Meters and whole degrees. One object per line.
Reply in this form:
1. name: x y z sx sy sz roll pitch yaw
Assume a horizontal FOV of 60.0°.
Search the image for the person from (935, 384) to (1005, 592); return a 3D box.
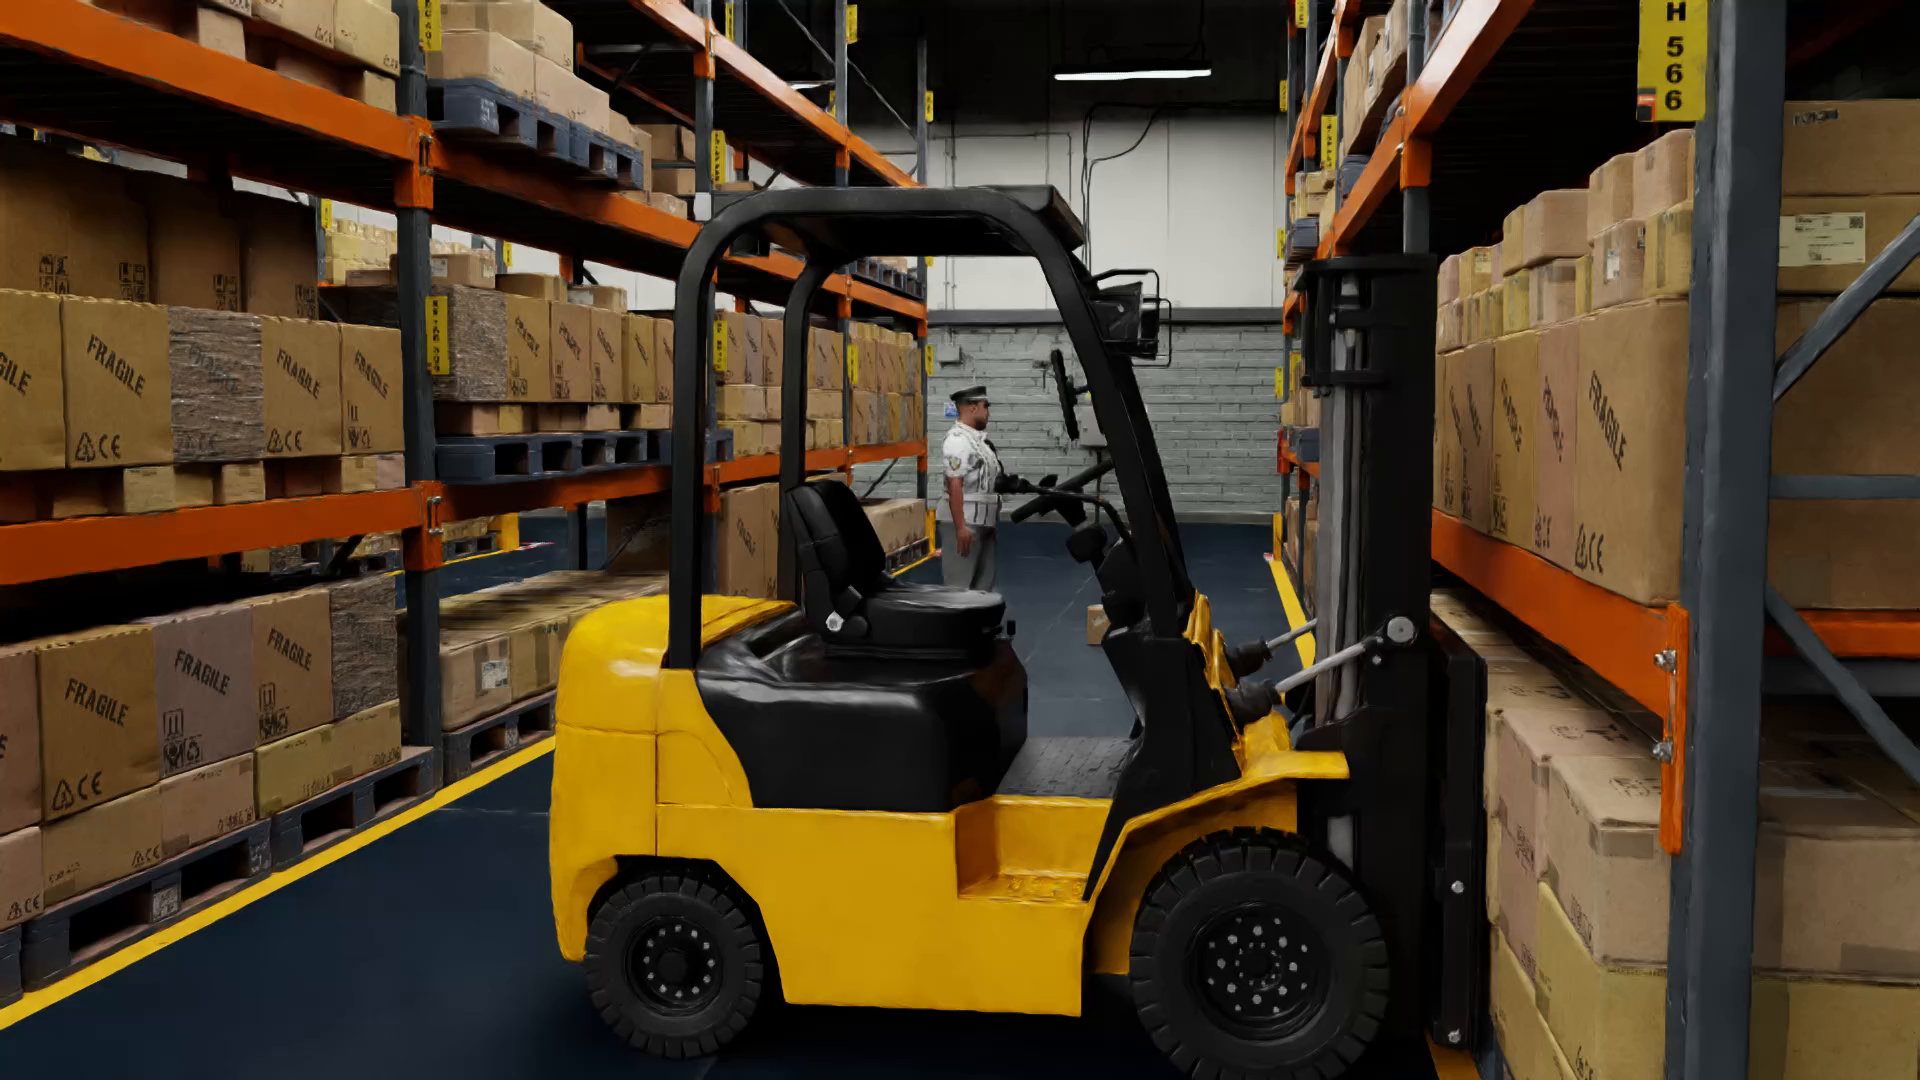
1. person: 0.077 -0.094 10.456 0.441 1.764 0.612 2 5 19
